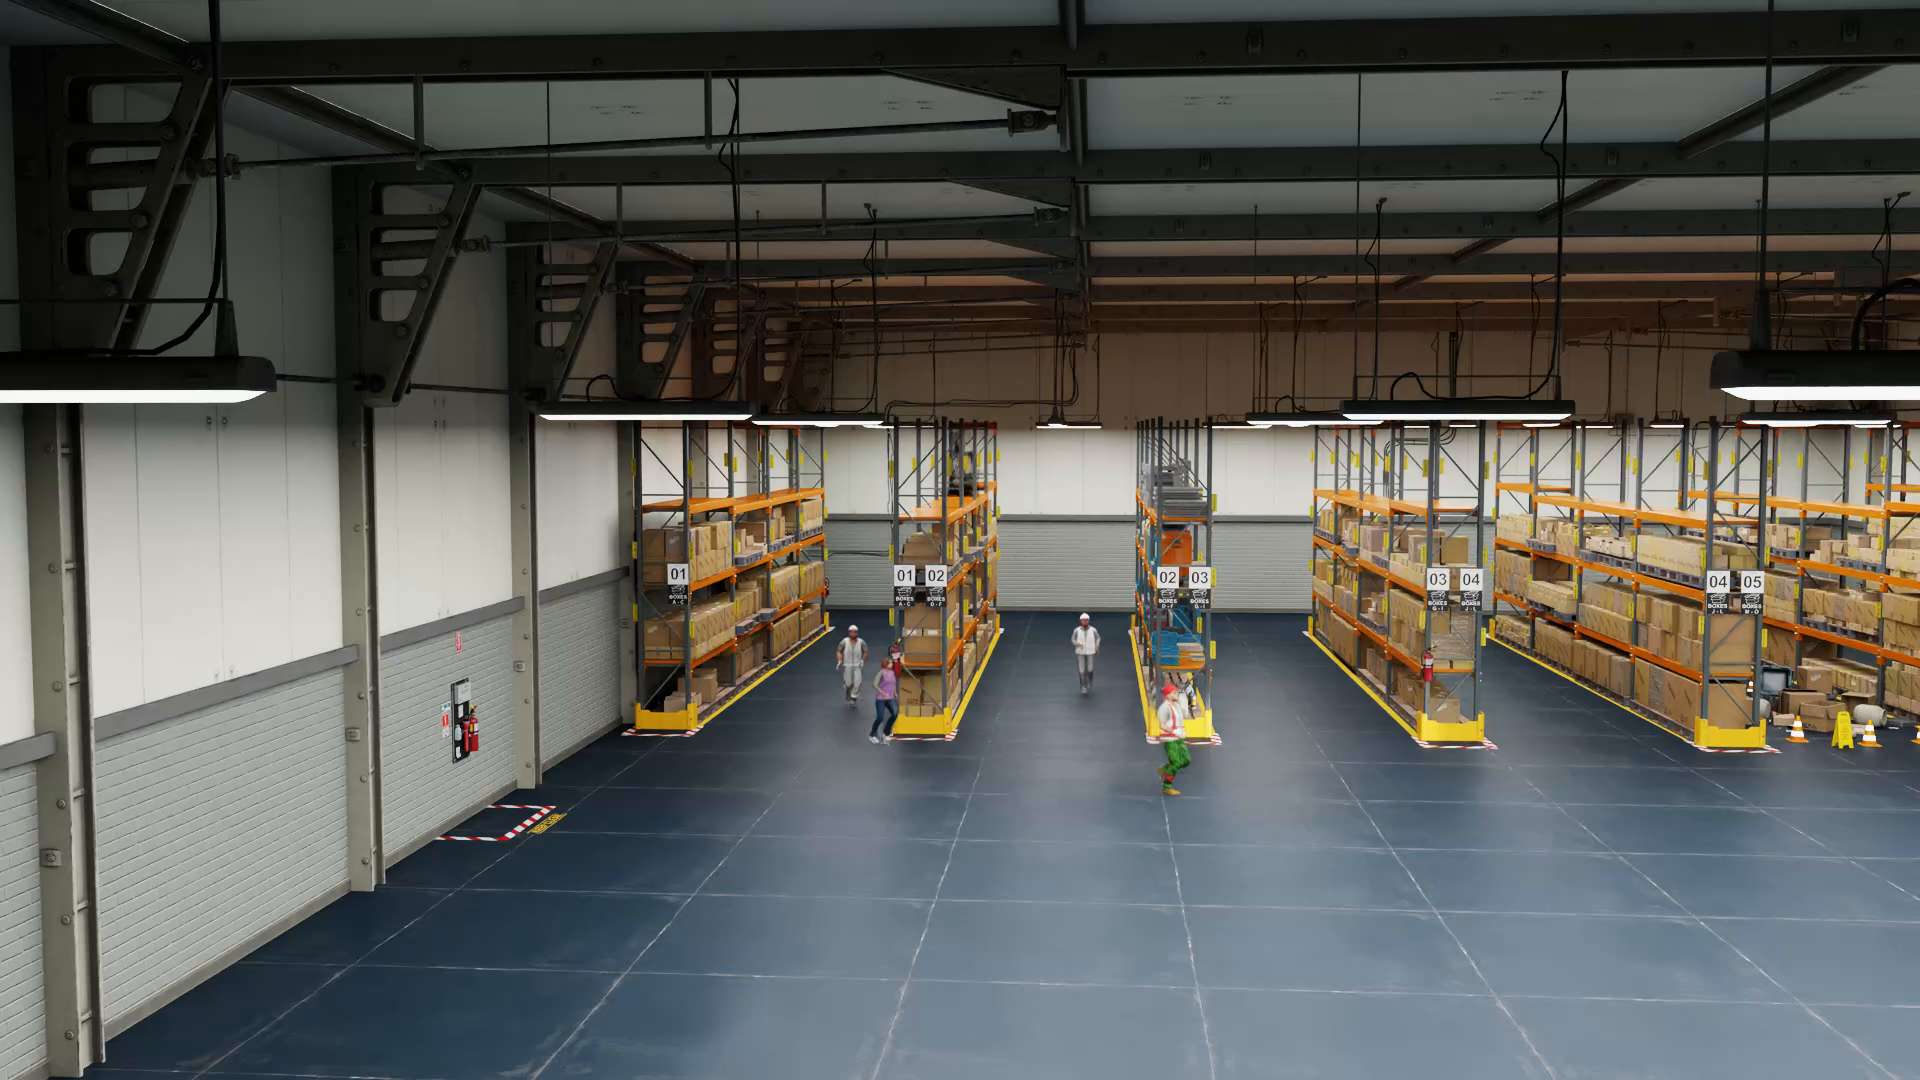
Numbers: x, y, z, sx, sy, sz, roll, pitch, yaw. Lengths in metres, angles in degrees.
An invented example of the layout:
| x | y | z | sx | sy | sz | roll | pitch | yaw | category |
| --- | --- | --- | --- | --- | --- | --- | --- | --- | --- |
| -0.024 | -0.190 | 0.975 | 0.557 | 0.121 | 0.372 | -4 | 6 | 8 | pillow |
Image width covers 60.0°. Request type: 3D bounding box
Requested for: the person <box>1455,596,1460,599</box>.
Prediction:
| x | y | z | sx | sy | sz | roll | pitch | yaw | category |
| --- | --- | --- | --- | --- | --- | --- | --- | --- | --- |
| 13.534 | 1.966 | 44.853 | 0.596 | 1.622 | 0.764 | 1 | 4 | 18 | person |

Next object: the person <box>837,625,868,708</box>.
| x | y | z | sx | sy | sz | roll | pitch | yaw | category |
| --- | --- | --- | --- | --- | --- | --- | --- | --- | --- |
| -2.219 | 2.619 | 34.331 | 0.659 | 1.733 | 0.634 | 0 | 4 | -7 | person |

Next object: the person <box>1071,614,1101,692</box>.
| x | y | z | sx | sy | sz | roll | pitch | yaw | category |
| --- | --- | --- | --- | --- | --- | --- | --- | --- | --- |
| 2.749 | 2.478 | 36.336 | 0.645 | 1.732 | 0.592 | 0 | 4 | 4 | person |

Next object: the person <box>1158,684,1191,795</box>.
| x | y | z | sx | sy | sz | roll | pitch | yaw | category |
| --- | --- | --- | --- | --- | --- | --- | --- | --- | --- |
| 3.354 | 3.142 | 26.212 | 0.594 | 1.742 | 0.655 | 2 | 4 | 32 | person |

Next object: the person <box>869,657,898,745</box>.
| x | y | z | sx | sy | sz | roll | pitch | yaw | category |
| --- | --- | --- | --- | --- | --- | --- | --- | --- | --- |
| -1.348 | 2.943 | 30.509 | 0.598 | 1.571 | 0.544 | -3 | 5 | -38 | person |
